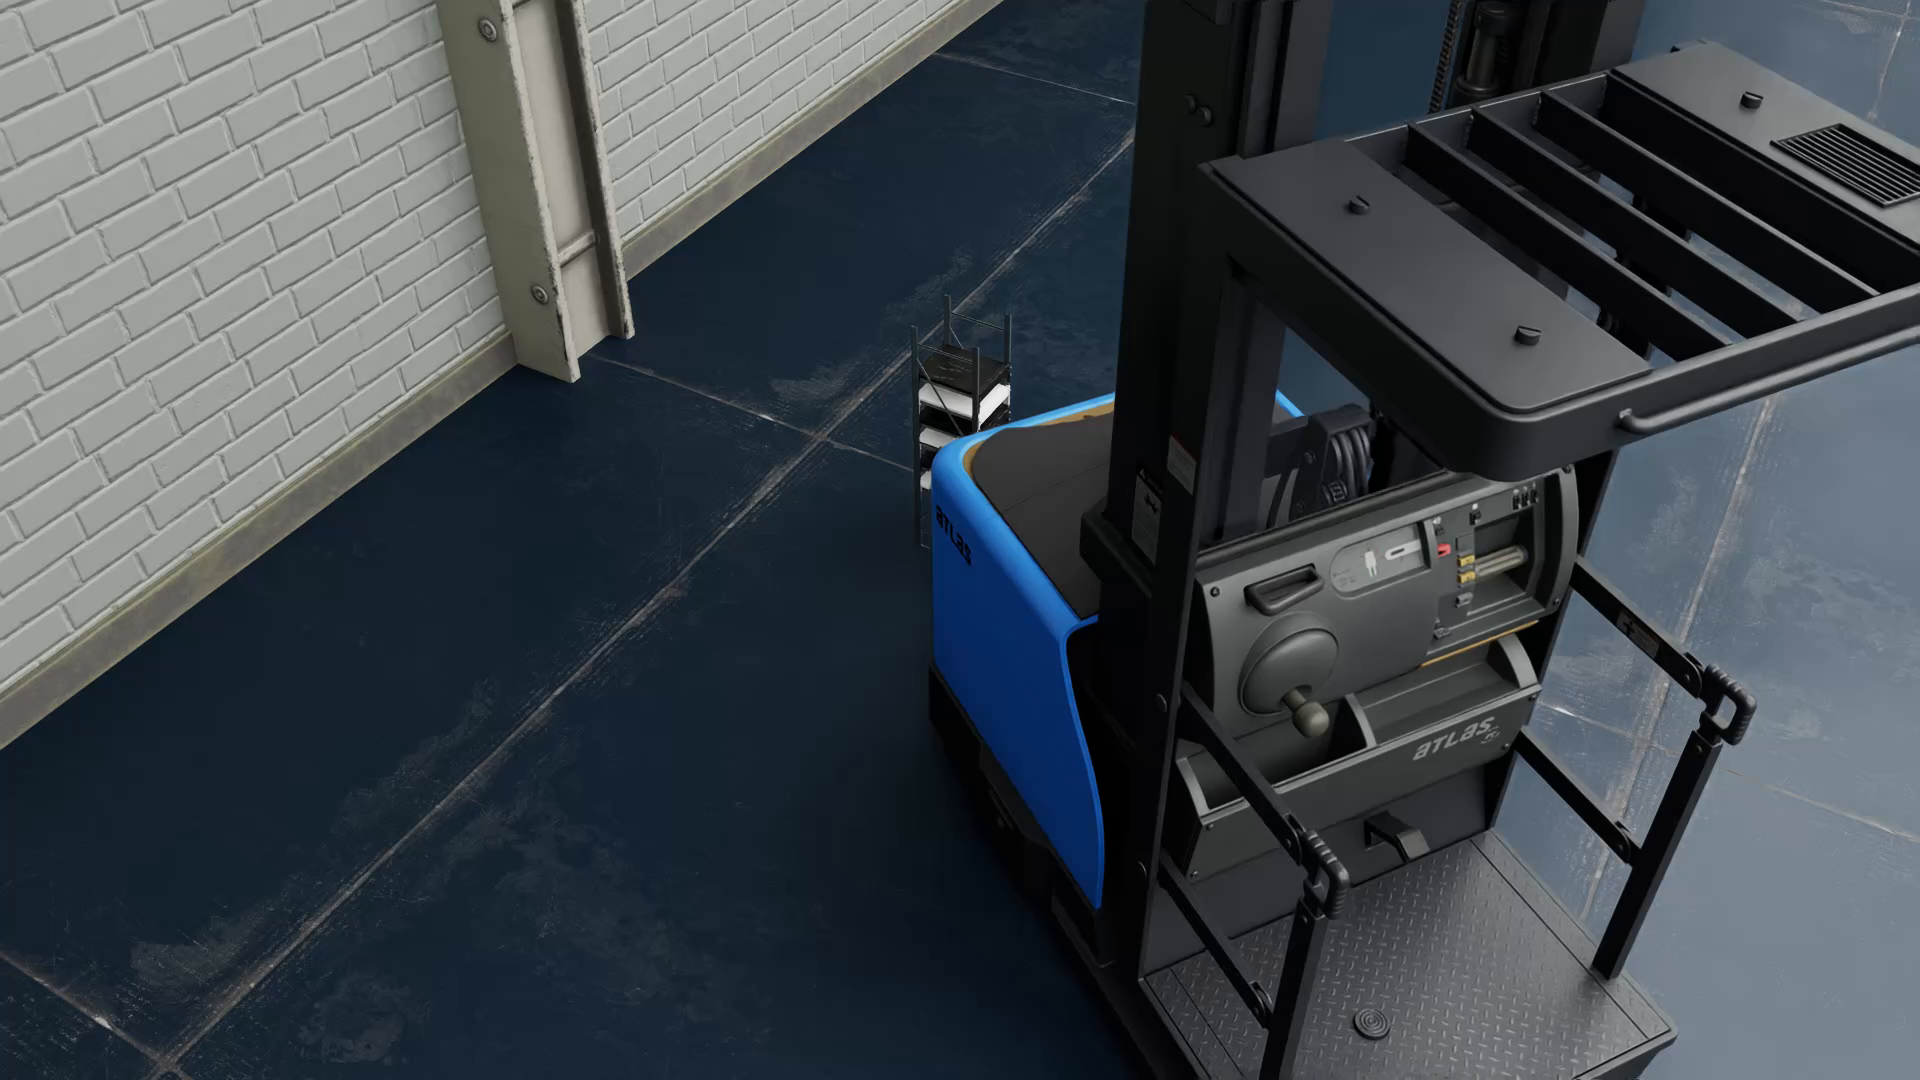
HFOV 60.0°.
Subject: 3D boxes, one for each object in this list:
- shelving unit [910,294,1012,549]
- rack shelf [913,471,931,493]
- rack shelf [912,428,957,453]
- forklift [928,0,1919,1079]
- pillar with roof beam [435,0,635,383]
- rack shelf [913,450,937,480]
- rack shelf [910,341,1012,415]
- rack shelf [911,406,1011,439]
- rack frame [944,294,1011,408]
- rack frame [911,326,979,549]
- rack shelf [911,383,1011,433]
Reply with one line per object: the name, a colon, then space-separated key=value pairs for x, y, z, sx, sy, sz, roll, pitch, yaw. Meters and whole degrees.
shelving unit: x=0.004 y=-0.342 z=5.458 sx=0.258 sy=0.900 sz=0.210 roll=21 pitch=45 yaw=22
rack shelf: x=0.004 y=-0.182 z=5.599 sx=0.258 sy=0.077 sz=0.200 roll=21 pitch=45 yaw=22
rack shelf: x=0.004 y=-0.317 z=5.480 sx=0.258 sy=0.077 sz=0.200 roll=21 pitch=45 yaw=22
forklift: x=1.000 y=0.195 z=3.311 sx=1.130 sy=2.935 sz=3.031 roll=-18 pitch=44 yaw=-19
pillar with roof beam: x=2.191 y=-2.725 z=2.035 sx=9.100 sy=9.000 sz=0.400 roll=21 pitch=45 yaw=22
rack shelf: x=0.004 y=-0.250 z=5.539 sx=0.258 sy=0.077 sz=0.200 roll=21 pitch=45 yaw=22
rack shelf: x=0.004 y=-0.520 z=5.301 sx=0.258 sy=0.077 sz=0.200 roll=21 pitch=45 yaw=22
rack shelf: x=0.004 y=-0.385 z=5.420 sx=0.258 sy=0.077 sz=0.200 roll=21 pitch=45 yaw=22
rack frame: x=0.055 y=-0.401 z=5.524 sx=0.240 sy=0.900 sz=0.006 roll=21 pitch=45 yaw=22
rack frame: x=-0.047 y=-0.284 z=5.392 sx=0.240 sy=0.900 sz=0.006 roll=21 pitch=45 yaw=22
rack shelf: x=0.004 y=-0.452 z=5.361 sx=0.258 sy=0.077 sz=0.200 roll=21 pitch=45 yaw=22
